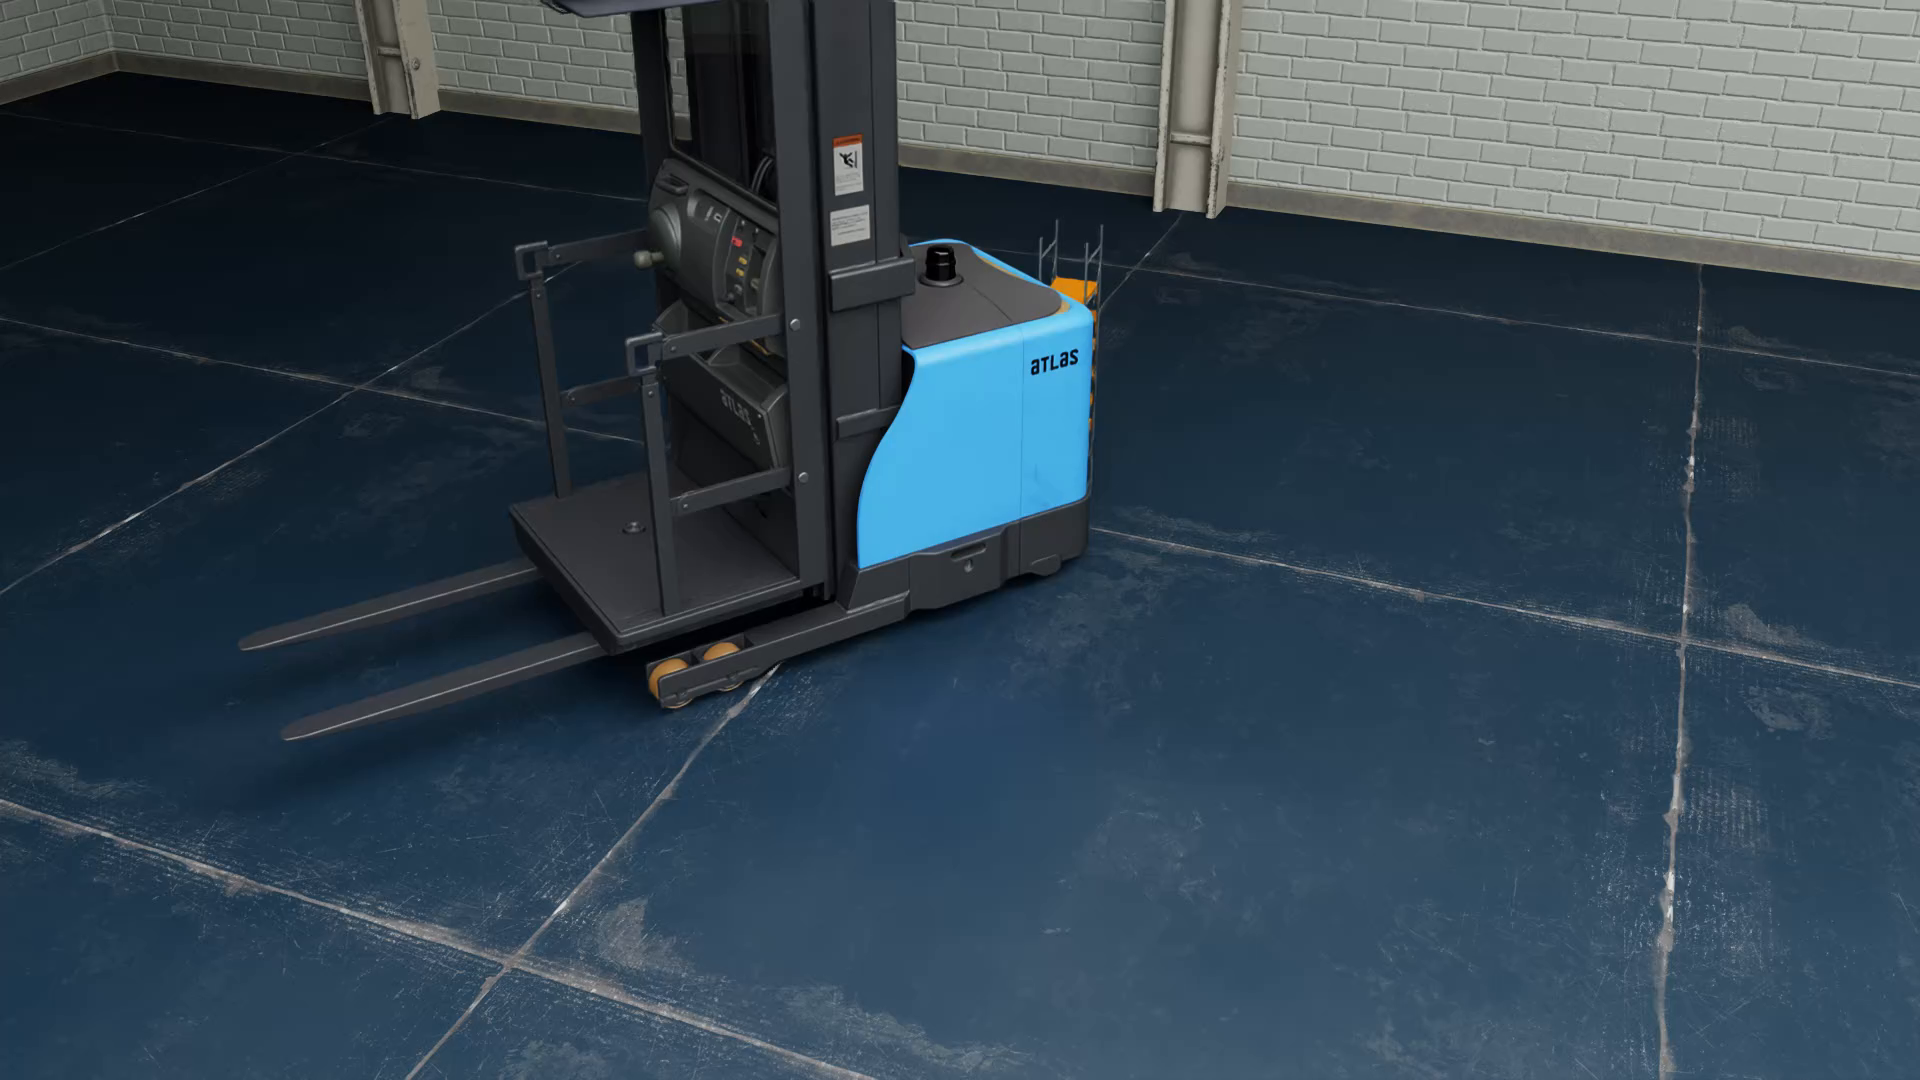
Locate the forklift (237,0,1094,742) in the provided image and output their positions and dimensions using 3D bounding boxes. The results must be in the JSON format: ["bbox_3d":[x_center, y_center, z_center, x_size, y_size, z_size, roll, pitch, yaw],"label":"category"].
[{"bbox_3d":[-1.014,-0.994,5.529,3.031,2.935,1.130,-17,34,-28],"label":"forklift"}]

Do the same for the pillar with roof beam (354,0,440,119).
[{"bbox_3d":[-5.735,-5.154,6.724,0.400,9.000,9.100,11,31,19],"label":"pillar with roof beam"}]

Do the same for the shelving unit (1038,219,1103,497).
[{"bbox_3d":[0.431,-0.670,6.716,0.189,1.200,0.258,10,31,16],"label":"shelving unit"}]

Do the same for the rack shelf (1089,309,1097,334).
[{"bbox_3d":[0.431,-0.841,6.620,0.180,0.103,0.258,10,31,16],"label":"rack shelf"}]

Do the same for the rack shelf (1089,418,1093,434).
[{"bbox_3d":[0.431,-0.423,6.856,0.180,0.103,0.258,10,31,16],"label":"rack shelf"}]

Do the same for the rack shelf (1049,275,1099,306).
[{"bbox_3d":[0.431,-0.945,6.561,0.180,0.103,0.258,10,31,16],"label":"rack shelf"}]

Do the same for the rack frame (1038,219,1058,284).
[{"bbox_3d":[0.345,-0.685,6.742,0.006,1.200,0.240,10,31,16],"label":"rack frame"}]

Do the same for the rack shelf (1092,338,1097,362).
[{"bbox_3d":[0.431,-0.736,6.679,0.180,0.103,0.258,10,31,16],"label":"rack shelf"}]

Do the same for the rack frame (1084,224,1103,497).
[{"bbox_3d":[0.518,-0.656,6.691,0.006,1.200,0.240,10,31,16],"label":"rack frame"}]

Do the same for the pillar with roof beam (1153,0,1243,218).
[{"bbox_3d":[-0.175,-4.044,4.760,0.400,9.000,9.100,11,31,19],"label":"pillar with roof beam"}]

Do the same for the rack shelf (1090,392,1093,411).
[{"bbox_3d":[0.431,-0.527,6.797,0.180,0.103,0.258,10,31,16],"label":"rack shelf"}]

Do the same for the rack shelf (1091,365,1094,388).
[{"bbox_3d":[0.431,-0.632,6.738,0.180,0.103,0.258,10,31,16],"label":"rack shelf"}]
